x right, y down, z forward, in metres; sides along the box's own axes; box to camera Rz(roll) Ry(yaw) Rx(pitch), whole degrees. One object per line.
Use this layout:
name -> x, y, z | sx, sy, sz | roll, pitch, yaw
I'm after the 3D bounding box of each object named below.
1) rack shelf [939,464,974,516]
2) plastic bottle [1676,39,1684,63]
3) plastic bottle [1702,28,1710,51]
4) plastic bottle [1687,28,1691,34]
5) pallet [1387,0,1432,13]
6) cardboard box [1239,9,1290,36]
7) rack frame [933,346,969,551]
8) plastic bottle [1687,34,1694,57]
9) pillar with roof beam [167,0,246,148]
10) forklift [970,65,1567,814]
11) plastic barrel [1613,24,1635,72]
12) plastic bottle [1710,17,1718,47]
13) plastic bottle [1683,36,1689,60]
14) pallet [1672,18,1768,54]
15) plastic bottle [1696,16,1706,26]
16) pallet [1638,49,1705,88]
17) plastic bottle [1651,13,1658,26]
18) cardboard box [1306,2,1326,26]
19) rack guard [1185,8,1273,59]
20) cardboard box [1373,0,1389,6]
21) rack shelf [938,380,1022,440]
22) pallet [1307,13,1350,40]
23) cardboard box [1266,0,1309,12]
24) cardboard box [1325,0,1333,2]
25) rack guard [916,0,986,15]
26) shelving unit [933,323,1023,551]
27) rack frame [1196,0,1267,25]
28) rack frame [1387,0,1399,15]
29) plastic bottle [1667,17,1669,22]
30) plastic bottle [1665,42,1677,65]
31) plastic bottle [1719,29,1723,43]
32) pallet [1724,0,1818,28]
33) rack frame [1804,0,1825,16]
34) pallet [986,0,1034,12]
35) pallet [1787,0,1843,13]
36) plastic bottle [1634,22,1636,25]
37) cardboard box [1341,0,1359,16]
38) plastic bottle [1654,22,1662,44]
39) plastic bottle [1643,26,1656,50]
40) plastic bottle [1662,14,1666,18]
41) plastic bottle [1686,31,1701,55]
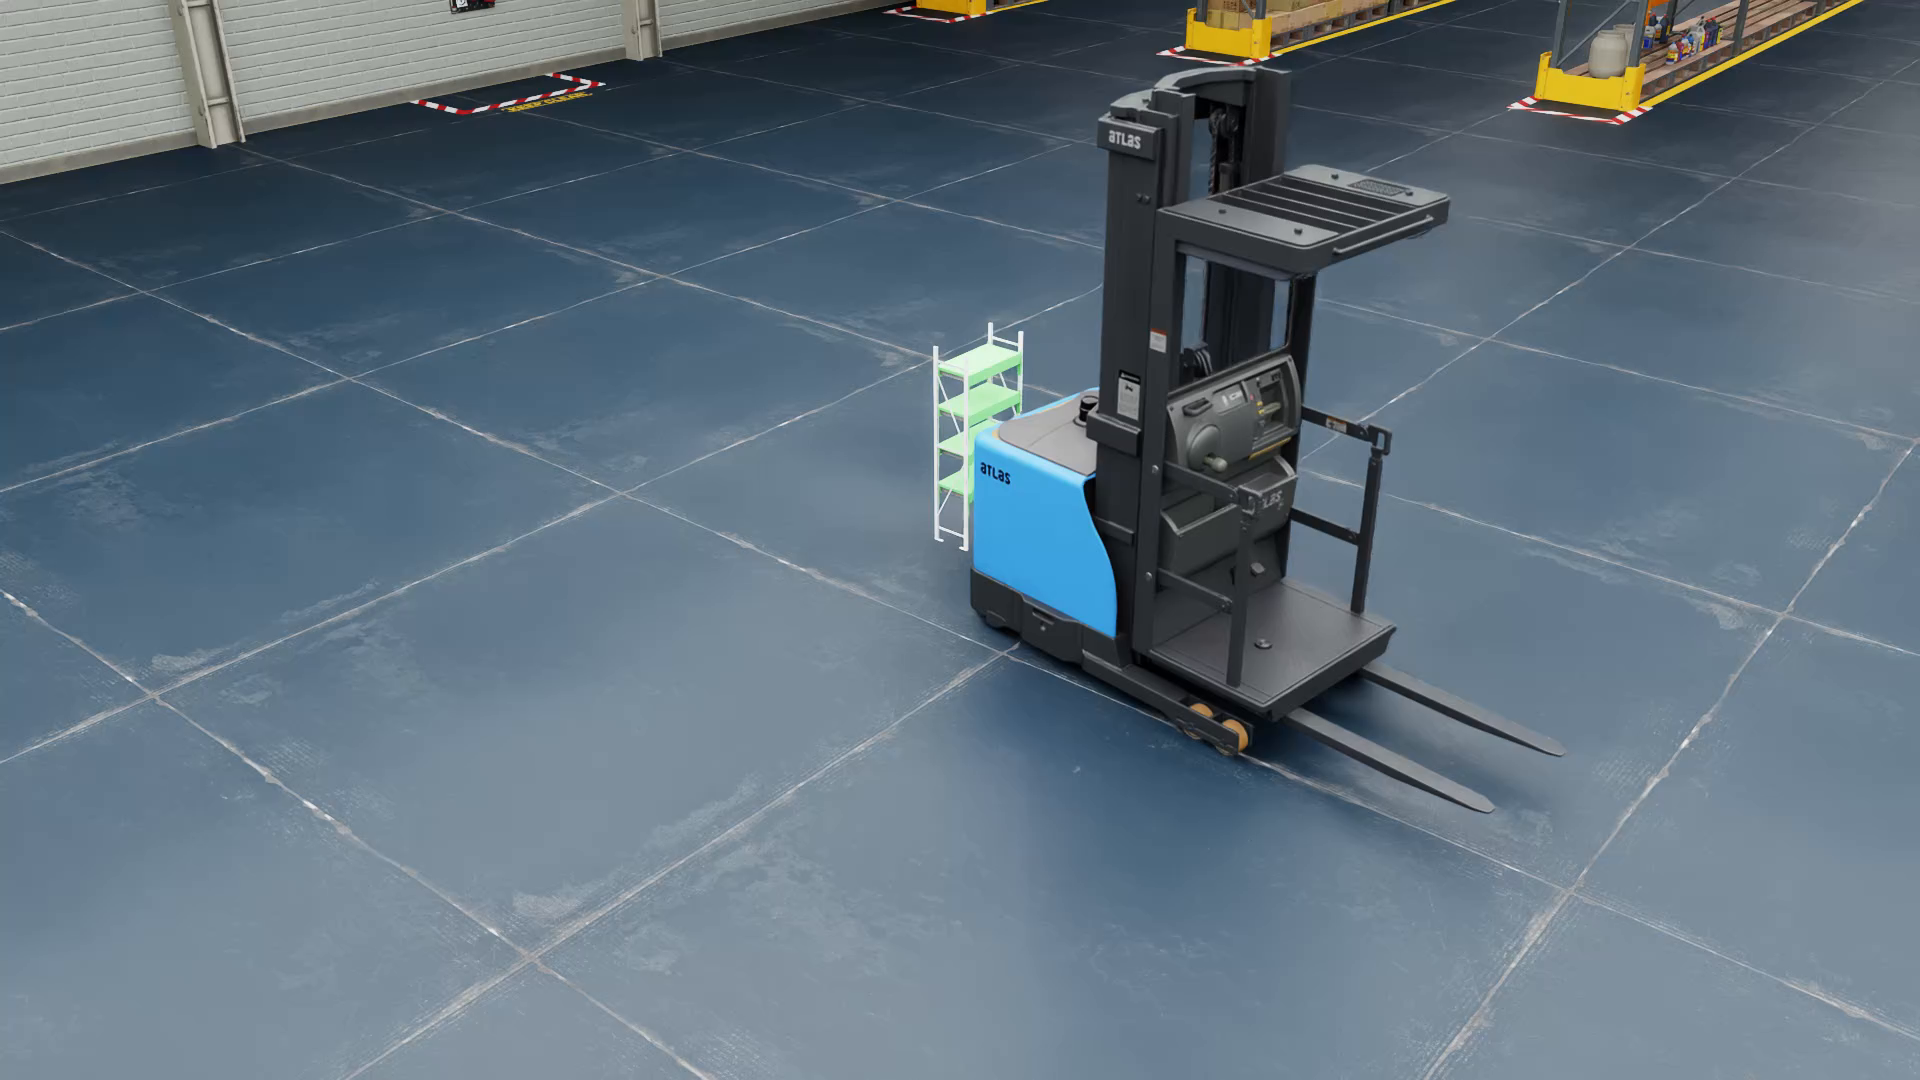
rack shelf -> 0.105, -0.322, 9.727 | 0.258, 0.148, 0.480 | 21, 34, 34
plastic bottle -> 9.008, -6.135, 20.822 | 0.061, 0.283, 0.133 | 21, 34, 35
plastic bottle -> 9.620, -6.476, 21.482 | 0.061, 0.283, 0.133 | 23, 35, 38
plastic bottle -> 9.391, -6.452, 21.436 | 0.061, 0.283, 0.133 | 21, 34, 34
pallet -> 6.620, -8.421, 25.798 | 1.003, 0.211, 1.213 | 21, 34, 34
cardboard box -> 4.150, -7.059, 22.666 | 0.500, 0.250, 0.500 | 21, 34, 34
rack frame -> -0.050, -0.505, 9.421 | 0.240, 1.200, 0.015 | 21, 34, 34
plastic bottle -> 9.261, -6.284, 21.123 | 0.097, 0.271, 0.097 | 0, 27, 0
pillar with roof beam -> -4.721, -7.068, 13.619 | 9.100, 9.000, 0.400 | 21, 34, 34
forklift -> 1.435, -0.557, 7.637 | 1.130, 2.935, 3.031 | -24, 36, -38
plastic barrel -> 8.135, -6.035, 20.401 | 0.421, 0.512, 0.421 | 0, 27, 0
plastic bottle -> 9.814, -6.644, 21.733 | 0.144, 0.351, 0.185 | 20, 33, 33
plastic bottle -> 9.132, -6.212, 20.984 | 0.097, 0.271, 0.097 | 0, 27, 0
pallet -> 10.470, -6.989, 23.030 | 1.003, 0.211, 1.213 | 21, 34, 34
plastic bottle -> 9.702, -6.686, 21.814 | 0.144, 0.351, 0.185 | 21, 34, 34
pallet -> 8.766, -6.039, 21.194 | 1.003, 0.211, 1.213 | 21, 34, 34
plastic bottle -> 9.167, -6.792, 22.018 | 0.144, 0.351, 0.185 | 22, 34, 36
cardboard box -> 4.783, -7.414, 23.353 | 0.500, 0.250, 0.500 | 21, 34, 34
rack guard -> 3.622, -6.850, 22.447 | 1.175, 0.500, 0.348 | 21, 34, 34
cardboard box -> 6.055, -8.124, 24.724 | 0.500, 0.250, 0.500 | 21, 34, 34
rack shelf -> 0.105, -0.748, 9.507 | 0.258, 0.148, 0.480 | 21, 34, 34
pallet -> 4.867, -7.444, 23.910 | 1.003, 0.211, 1.213 | 21, 34, 34
cardboard box -> 4.466, -7.570, 22.838 | 0.500, 0.500, 0.500 | 21, 34, 34
cardboard box -> 5.106, -7.923, 23.520 | 0.500, 0.500, 0.500 | 21, 34, 34
rack guard -> -0.140, -8.332, 25.311 | 1.175, 0.500, 0.348 | 21, 34, 34
shelving unit -> 0.105, -0.592, 9.588 | 0.258, 1.200, 0.503 | 21, 34, 34
rack frame -> 3.637, -7.969, 21.889 | 1.000, 3.000, 0.127 | 21, 34, 34
rack frame -> 6.181, -9.387, 24.630 | 1.000, 3.000, 0.127 | 21, 34, 34
plastic bottle -> 9.358, -6.788, 22.085 | 0.061, 0.283, 0.133 | 21, 34, 34
plastic bottle -> 8.850, -6.055, 20.680 | 0.097, 0.271, 0.097 | 0, 27, 0
plastic bottle -> 10.011, -6.671, 21.947 | 0.097, 0.201, 0.097 | 0, 27, 0
pallet -> 12.022, -7.854, 24.703 | 1.003, 0.211, 1.213 | 21, 34, 34
rack frame -> 12.545, -9.356, 24.571 | 1.000, 3.000, 0.127 | 21, 34, 34
pallet -> 0.404, -8.481, 25.915 | 1.003, 0.211, 1.213 | 21, 34, 34
pallet -> 13.014, -8.409, 25.775 | 1.003, 0.211, 1.213 | 21, 34, 34
plastic bottle -> 8.777, -6.574, 21.598 | 0.144, 0.351, 0.185 | 20, 34, 34
cardboard box -> 5.422, -7.768, 24.036 | 0.500, 0.250, 0.500 | 21, 34, 34
plastic bottle -> 9.168, -6.670, 21.869 | 0.097, 0.271, 0.097 | 0, 27, 0
plastic bottle -> 8.907, -6.507, 21.548 | 0.152, 0.276, 0.135 | 21, 34, 34
plastic bottle -> 9.460, -6.937, 22.384 | 0.097, 0.271, 0.097 | 0, 27, 0
plastic bottle -> 9.380, -6.372, 21.288 | 0.152, 0.276, 0.135 | 21, 34, 35
